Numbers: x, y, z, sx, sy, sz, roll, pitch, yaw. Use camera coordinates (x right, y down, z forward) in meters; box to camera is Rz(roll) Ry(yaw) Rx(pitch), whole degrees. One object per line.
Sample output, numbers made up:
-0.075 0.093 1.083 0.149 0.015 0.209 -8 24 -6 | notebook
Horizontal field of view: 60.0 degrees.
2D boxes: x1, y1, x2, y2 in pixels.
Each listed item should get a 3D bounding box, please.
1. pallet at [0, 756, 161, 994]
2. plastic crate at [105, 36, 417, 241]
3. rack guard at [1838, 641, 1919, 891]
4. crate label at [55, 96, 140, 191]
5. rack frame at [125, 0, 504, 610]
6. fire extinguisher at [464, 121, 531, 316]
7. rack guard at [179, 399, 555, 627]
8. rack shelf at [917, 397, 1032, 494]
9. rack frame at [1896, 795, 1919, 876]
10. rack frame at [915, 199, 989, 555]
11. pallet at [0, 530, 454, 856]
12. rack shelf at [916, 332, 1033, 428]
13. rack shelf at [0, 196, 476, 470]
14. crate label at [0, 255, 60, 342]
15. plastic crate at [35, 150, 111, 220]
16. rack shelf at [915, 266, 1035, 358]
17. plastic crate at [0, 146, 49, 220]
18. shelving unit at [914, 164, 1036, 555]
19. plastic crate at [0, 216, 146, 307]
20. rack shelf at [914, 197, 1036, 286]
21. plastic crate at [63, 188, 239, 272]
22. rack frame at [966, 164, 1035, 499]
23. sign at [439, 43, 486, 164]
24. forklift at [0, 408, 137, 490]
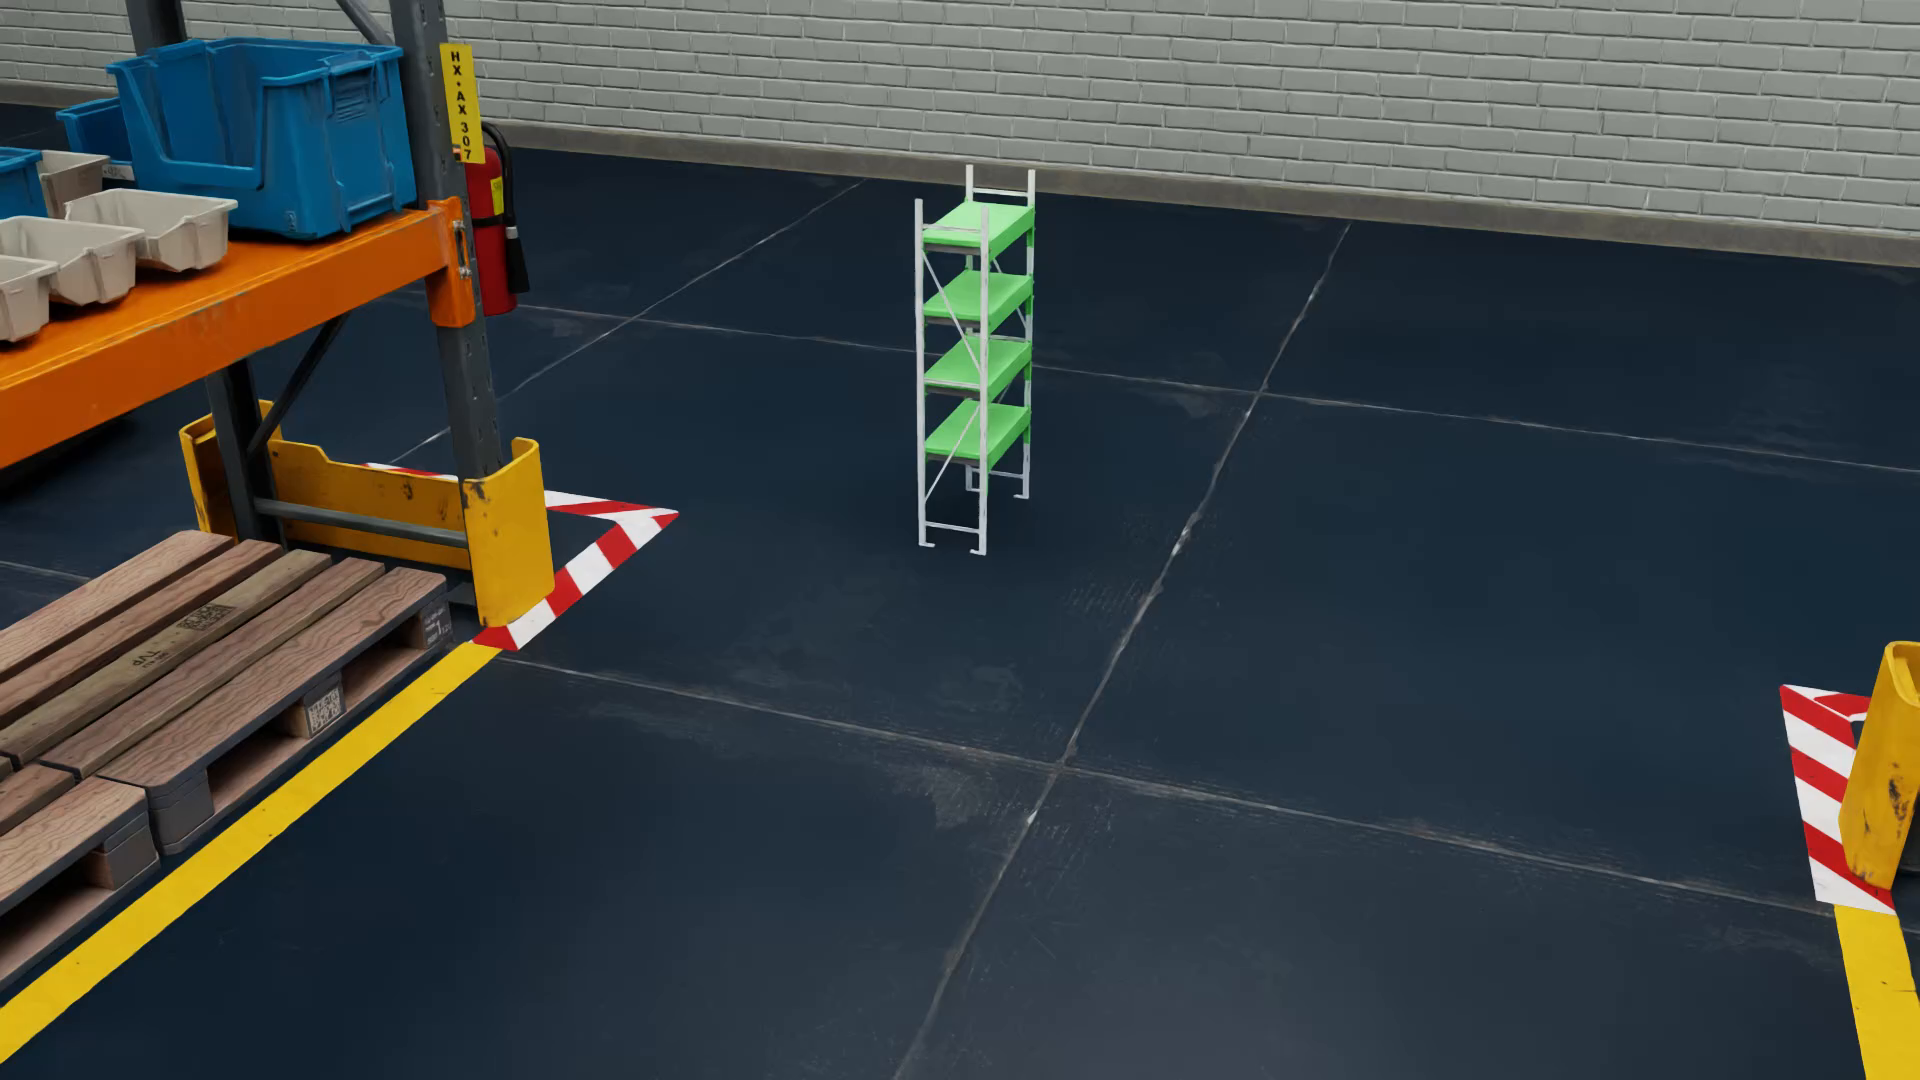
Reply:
-2.626 0.875 3.700 1.003 0.211 1.213 9 27 17 | pallet
-1.843 -1.091 4.452 0.616 0.435 0.499 9 27 17 | plastic crate
2.771 0.621 3.894 1.175 0.500 0.348 9 27 17 | rack guard
-2.300 -1.111 4.725 0.416 0.233 0.303 9 27 17 | crate label
-1.908 -1.213 4.813 1.000 3.000 0.127 9 27 17 | rack frame
-1.429 -1.006 4.903 0.296 0.674 0.183 9 27 17 | fire extinguisher
-1.912 -0.099 5.382 1.175 0.500 0.348 9 27 17 | rack guard
0.055 -0.335 5.761 0.258 0.148 0.480 9 27 17 | rack shelf
2.763 -0.495 3.329 1.000 3.000 0.127 9 27 17 | rack frame
-0.026 -0.508 5.422 0.240 1.200 0.015 9 27 17 | rack frame
-2.219 0.376 4.732 1.003 0.211 1.213 9 27 17 | pallet
0.055 -0.551 5.657 0.258 0.148 0.480 9 27 17 | rack shelf
-2.573 -0.067 3.272 1.077 0.370 4.000 9 27 17 | rack shelf
-2.188 -0.525 3.625 0.396 0.136 0.243 9 27 17 | crate label
-2.485 -0.948 4.499 0.250 0.136 0.298 9 27 17 | plastic crate
0.055 -0.767 5.552 0.258 0.148 0.480 9 27 17 | rack shelf
-2.519 -0.840 4.166 0.416 0.233 0.300 9 27 17 | plastic crate
0.055 -0.608 5.629 0.258 1.200 0.503 9 27 17 | shelving unit
-2.118 -0.643 3.869 0.396 0.136 0.243 9 27 17 | plastic crate
0.055 -0.983 5.448 0.258 0.148 0.480 9 27 17 | rack shelf
-2.008 -0.760 4.111 0.396 0.136 0.243 9 27 17 | plastic crate
0.136 -0.708 5.836 0.240 1.200 0.015 9 27 17 | rack frame
-1.384 -1.213 4.626 0.100 0.325 0.005 9 27 17 | sign
-4.865 -1.697 5.892 3.031 2.935 1.130 4 26 9 | forklift
